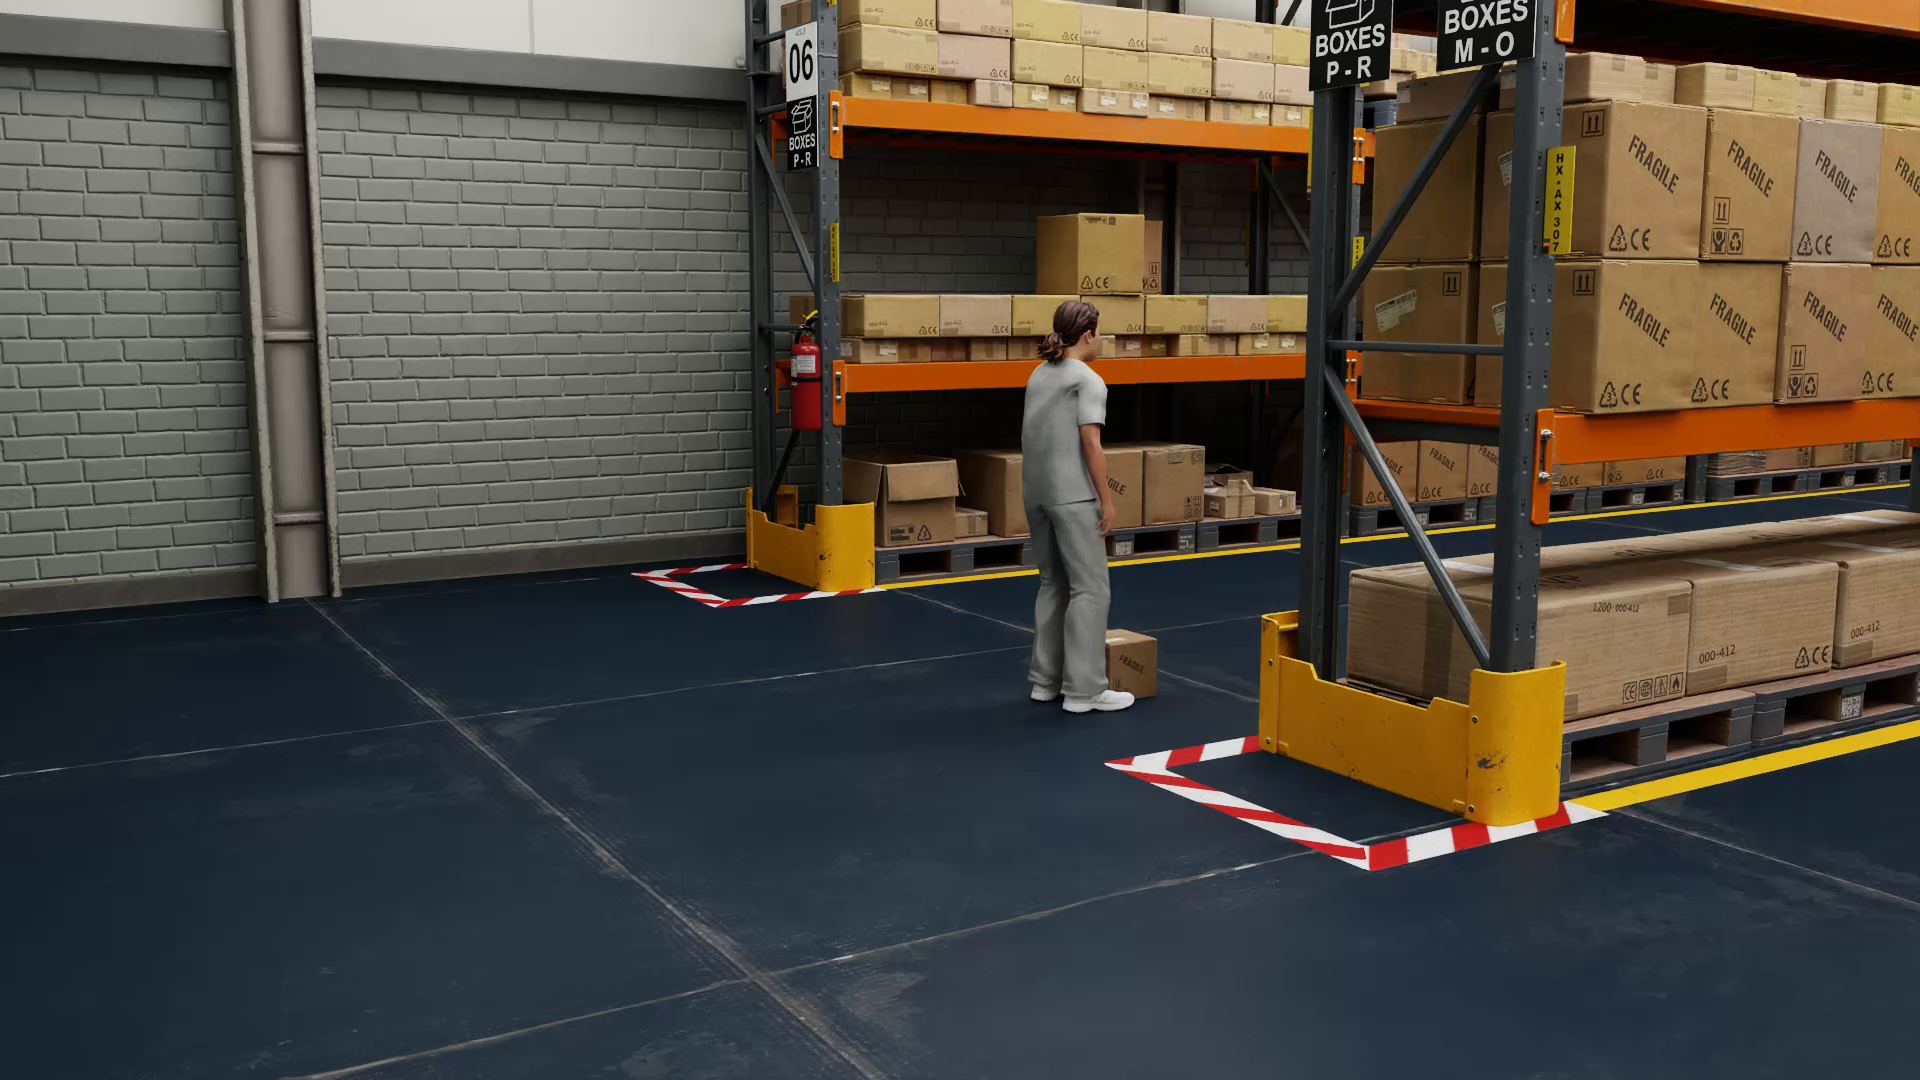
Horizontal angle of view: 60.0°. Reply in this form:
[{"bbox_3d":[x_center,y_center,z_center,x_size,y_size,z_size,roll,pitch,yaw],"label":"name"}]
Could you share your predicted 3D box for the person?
[{"bbox_3d":[0.455,-0.149,6.866,0.364,1.671,0.513,-6,10,-34],"label":"person"}]
